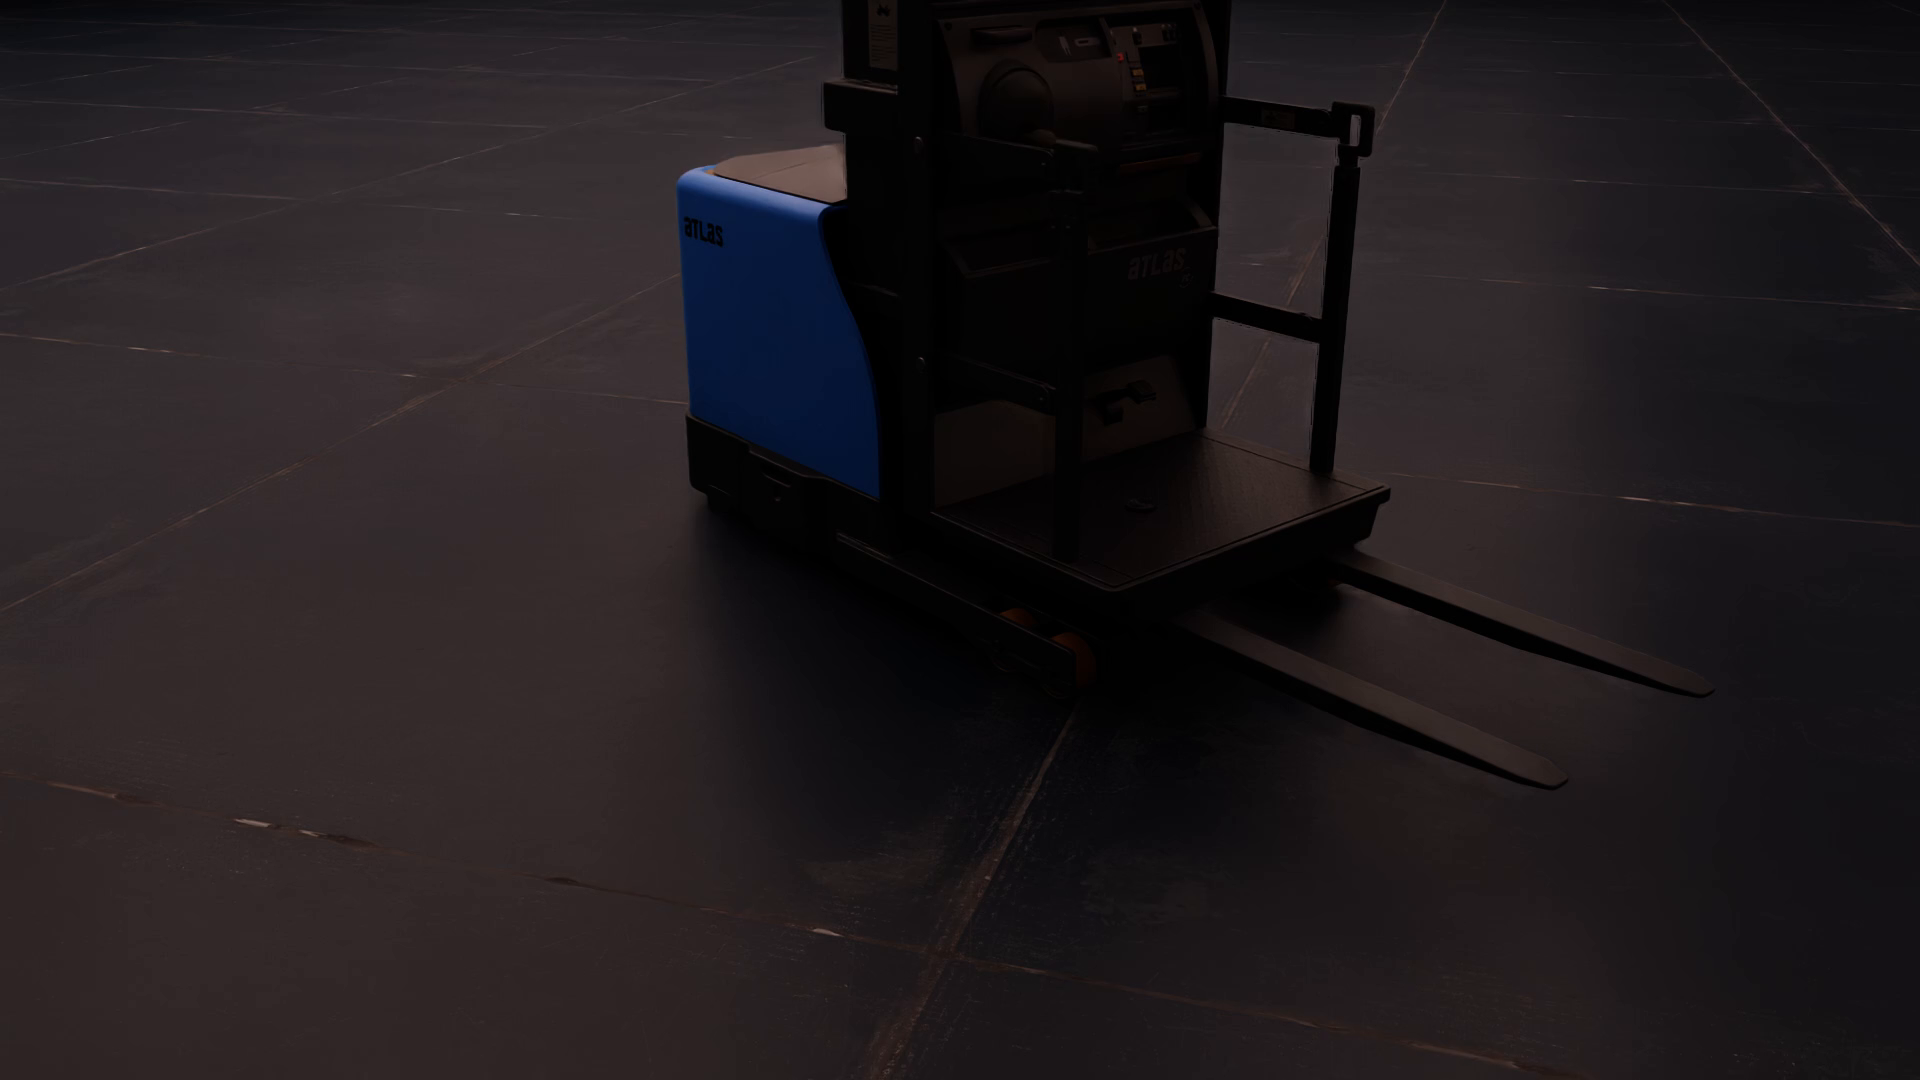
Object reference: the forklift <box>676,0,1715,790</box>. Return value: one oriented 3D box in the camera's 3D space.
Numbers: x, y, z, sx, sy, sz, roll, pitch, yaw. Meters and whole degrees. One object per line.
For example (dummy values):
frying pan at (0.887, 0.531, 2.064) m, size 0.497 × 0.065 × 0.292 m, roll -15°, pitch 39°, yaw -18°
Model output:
forklift at (0.461, -1.173, 4.121) m, size 1.130 × 2.935 × 3.031 m, roll -18°, pitch 28°, yaw -37°
